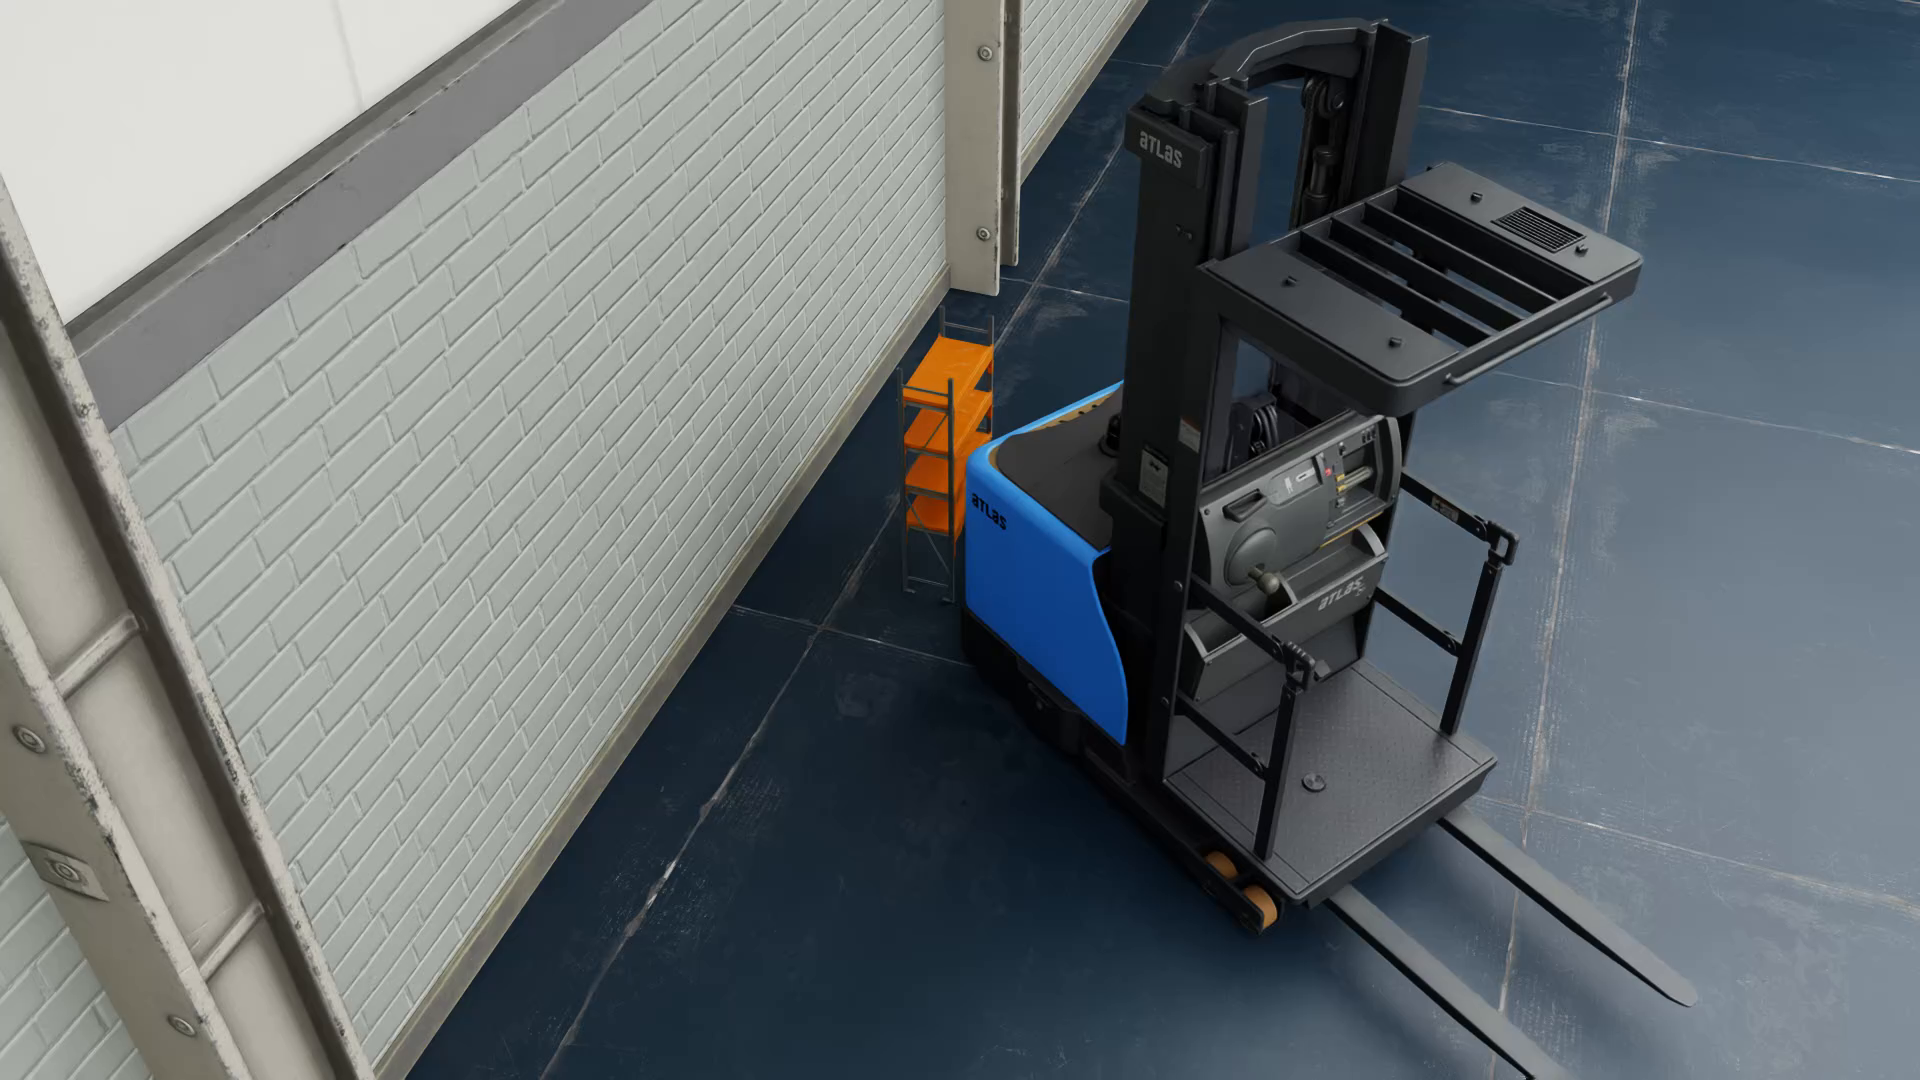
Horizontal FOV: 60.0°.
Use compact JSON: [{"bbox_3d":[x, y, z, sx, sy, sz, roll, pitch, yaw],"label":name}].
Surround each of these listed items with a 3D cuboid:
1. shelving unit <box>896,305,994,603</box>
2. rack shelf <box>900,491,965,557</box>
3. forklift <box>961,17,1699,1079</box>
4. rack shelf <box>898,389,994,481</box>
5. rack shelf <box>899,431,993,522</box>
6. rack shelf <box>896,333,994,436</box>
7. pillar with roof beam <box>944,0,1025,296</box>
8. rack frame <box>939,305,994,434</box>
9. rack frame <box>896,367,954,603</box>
[{"bbox_3d":[-0.057,-0.355,7.196,0.258,1.200,0.503,13,42,15],"label":"shelving unit"},{"bbox_3d":[-0.057,-0.153,7.368,0.258,0.148,0.480,13,42,15],"label":"rack shelf"},{"bbox_3d":[1.296,-0.063,5.519,1.130,2.935,3.031,-26,47,-27],"label":"forklift"},{"bbox_3d":[-0.057,-0.474,7.094,0.258,0.148,0.480,13,42,15],"label":"rack shelf"},{"bbox_3d":[-0.057,-0.304,7.240,0.258,0.148,0.480,13,42,15],"label":"rack shelf"},{"bbox_3d":[-0.057,-0.654,6.941,0.258,0.148,0.480,13,42,15],"label":"rack shelf"},{"bbox_3d":[4.170,-3.986,5.443,9.100,9.000,0.400,13,42,15],"label":"pillar with roof beam"},{"bbox_3d":[0.027,-0.504,7.370,0.240,1.200,0.015,13,42,15],"label":"rack frame"},{"bbox_3d":[-0.140,-0.207,7.021,0.240,1.200,0.015,13,42,15],"label":"rack frame"}]
